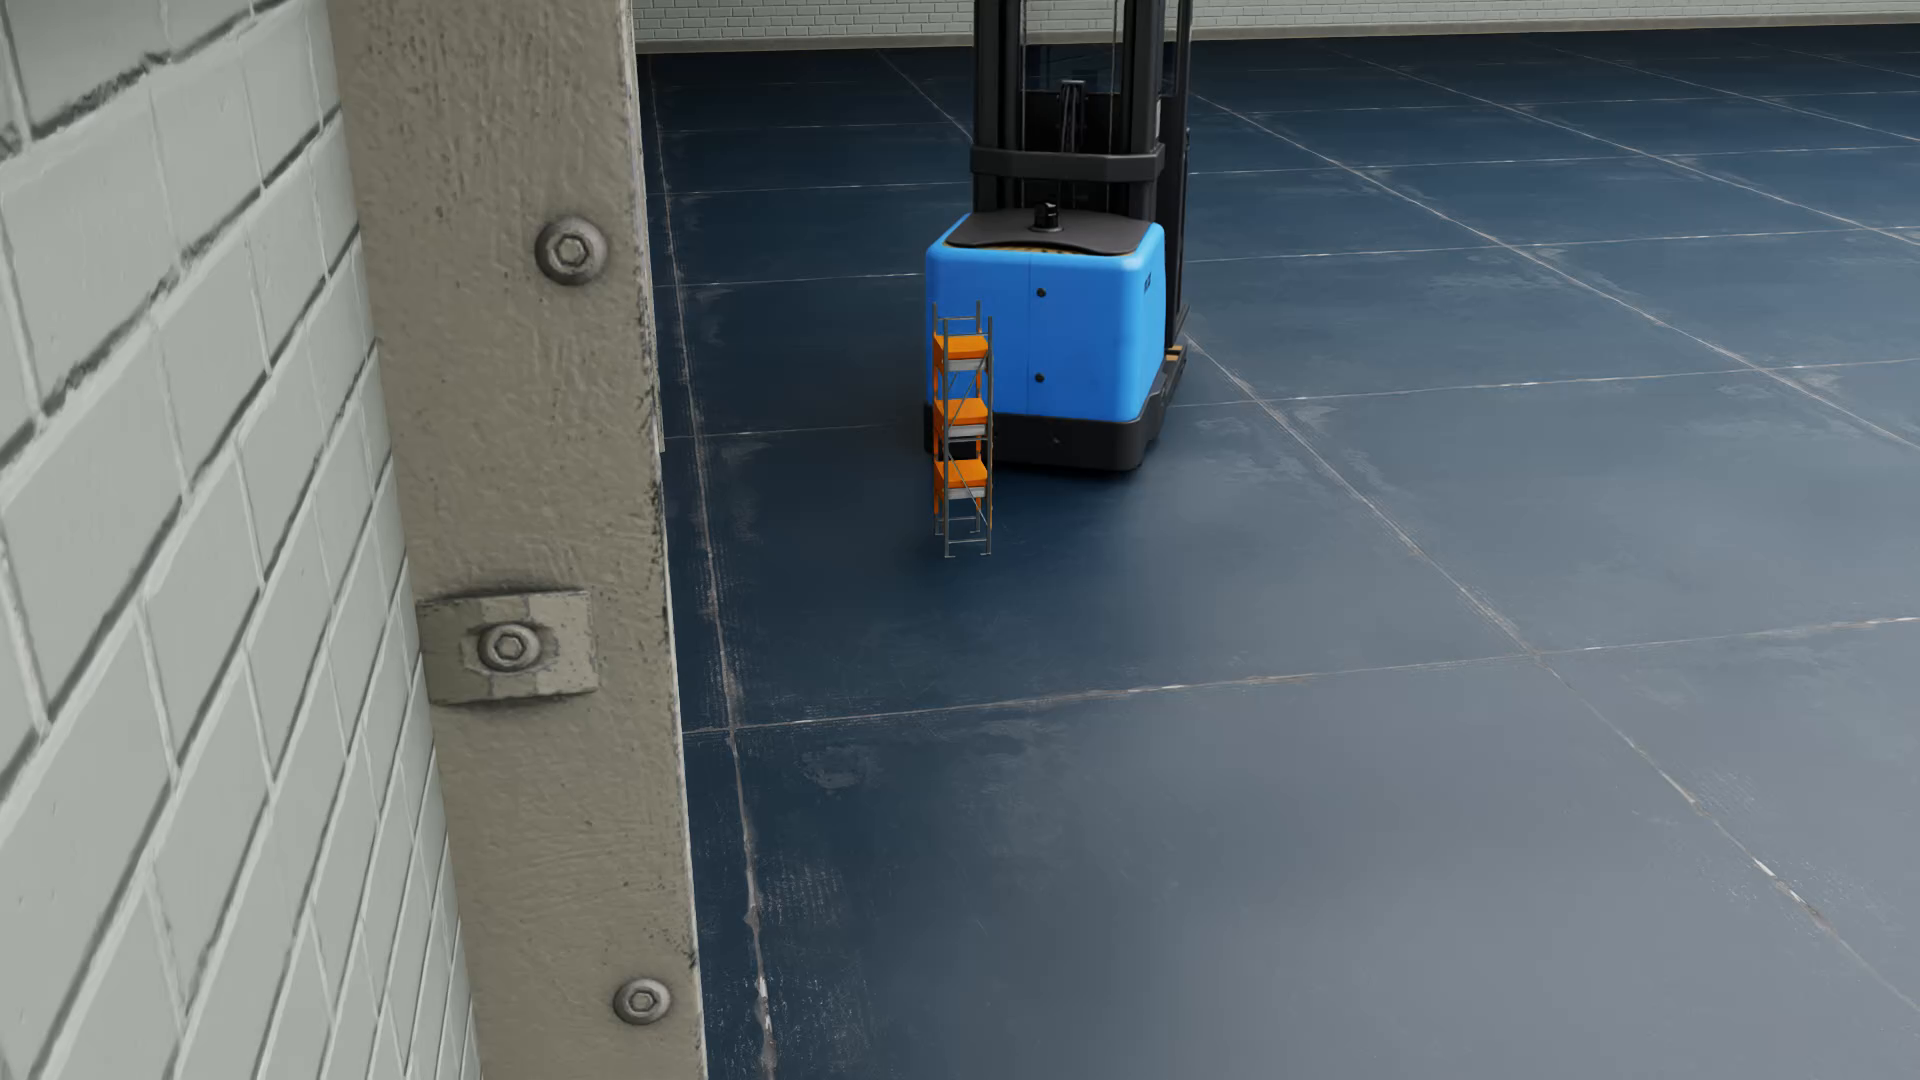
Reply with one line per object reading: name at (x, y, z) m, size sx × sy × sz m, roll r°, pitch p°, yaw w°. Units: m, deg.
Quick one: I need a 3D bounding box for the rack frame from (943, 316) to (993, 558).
rack frame at (0.032, -0.412, 6.882) m, size 0.200 × 1.050 × 0.008 m, roll -4°, pitch 24°, yaw -10°

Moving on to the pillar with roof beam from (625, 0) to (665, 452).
pillar with roof beam at (2.576, -4.947, 7.334) m, size 9.100 × 9.000 × 0.400 m, roll -4°, pitch 24°, yaw -10°

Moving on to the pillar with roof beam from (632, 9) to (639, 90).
pillar with roof beam at (0.357, -9.667, 18.141) m, size 9.100 × 9.000 × 0.400 m, roll -4°, pitch 24°, yaw -10°

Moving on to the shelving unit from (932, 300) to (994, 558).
shelving unit at (0.010, -0.460, 6.992) m, size 0.215 × 1.050 × 0.252 m, roll -4°, pitch 24°, yaw -10°

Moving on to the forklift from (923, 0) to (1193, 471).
forklift at (0.666, -2.231, 8.696) m, size 1.130 × 2.935 × 3.031 m, roll 5°, pitch 24°, yaw 12°

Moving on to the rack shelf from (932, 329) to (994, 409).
rack shelf at (0.010, -0.710, 6.882) m, size 0.215 × 0.259 × 0.240 m, roll -4°, pitch 24°, yaw -10°

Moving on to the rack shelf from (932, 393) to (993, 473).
rack shelf at (0.010, -0.450, 6.996) m, size 0.215 × 0.259 × 0.240 m, roll -4°, pitch 24°, yaw -10°

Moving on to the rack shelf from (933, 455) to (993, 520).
rack shelf at (0.010, -0.196, 7.107) m, size 0.215 × 0.259 × 0.240 m, roll -4°, pitch 24°, yaw -10°

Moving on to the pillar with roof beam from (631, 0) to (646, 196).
pillar with roof beam at (1.467, -7.307, 12.738) m, size 9.100 × 9.000 × 0.400 m, roll -4°, pitch 24°, yaw -10°

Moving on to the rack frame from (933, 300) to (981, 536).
rack frame at (-0.013, -0.508, 7.102) m, size 0.200 × 1.050 × 0.008 m, roll -4°, pitch 24°, yaw -10°
